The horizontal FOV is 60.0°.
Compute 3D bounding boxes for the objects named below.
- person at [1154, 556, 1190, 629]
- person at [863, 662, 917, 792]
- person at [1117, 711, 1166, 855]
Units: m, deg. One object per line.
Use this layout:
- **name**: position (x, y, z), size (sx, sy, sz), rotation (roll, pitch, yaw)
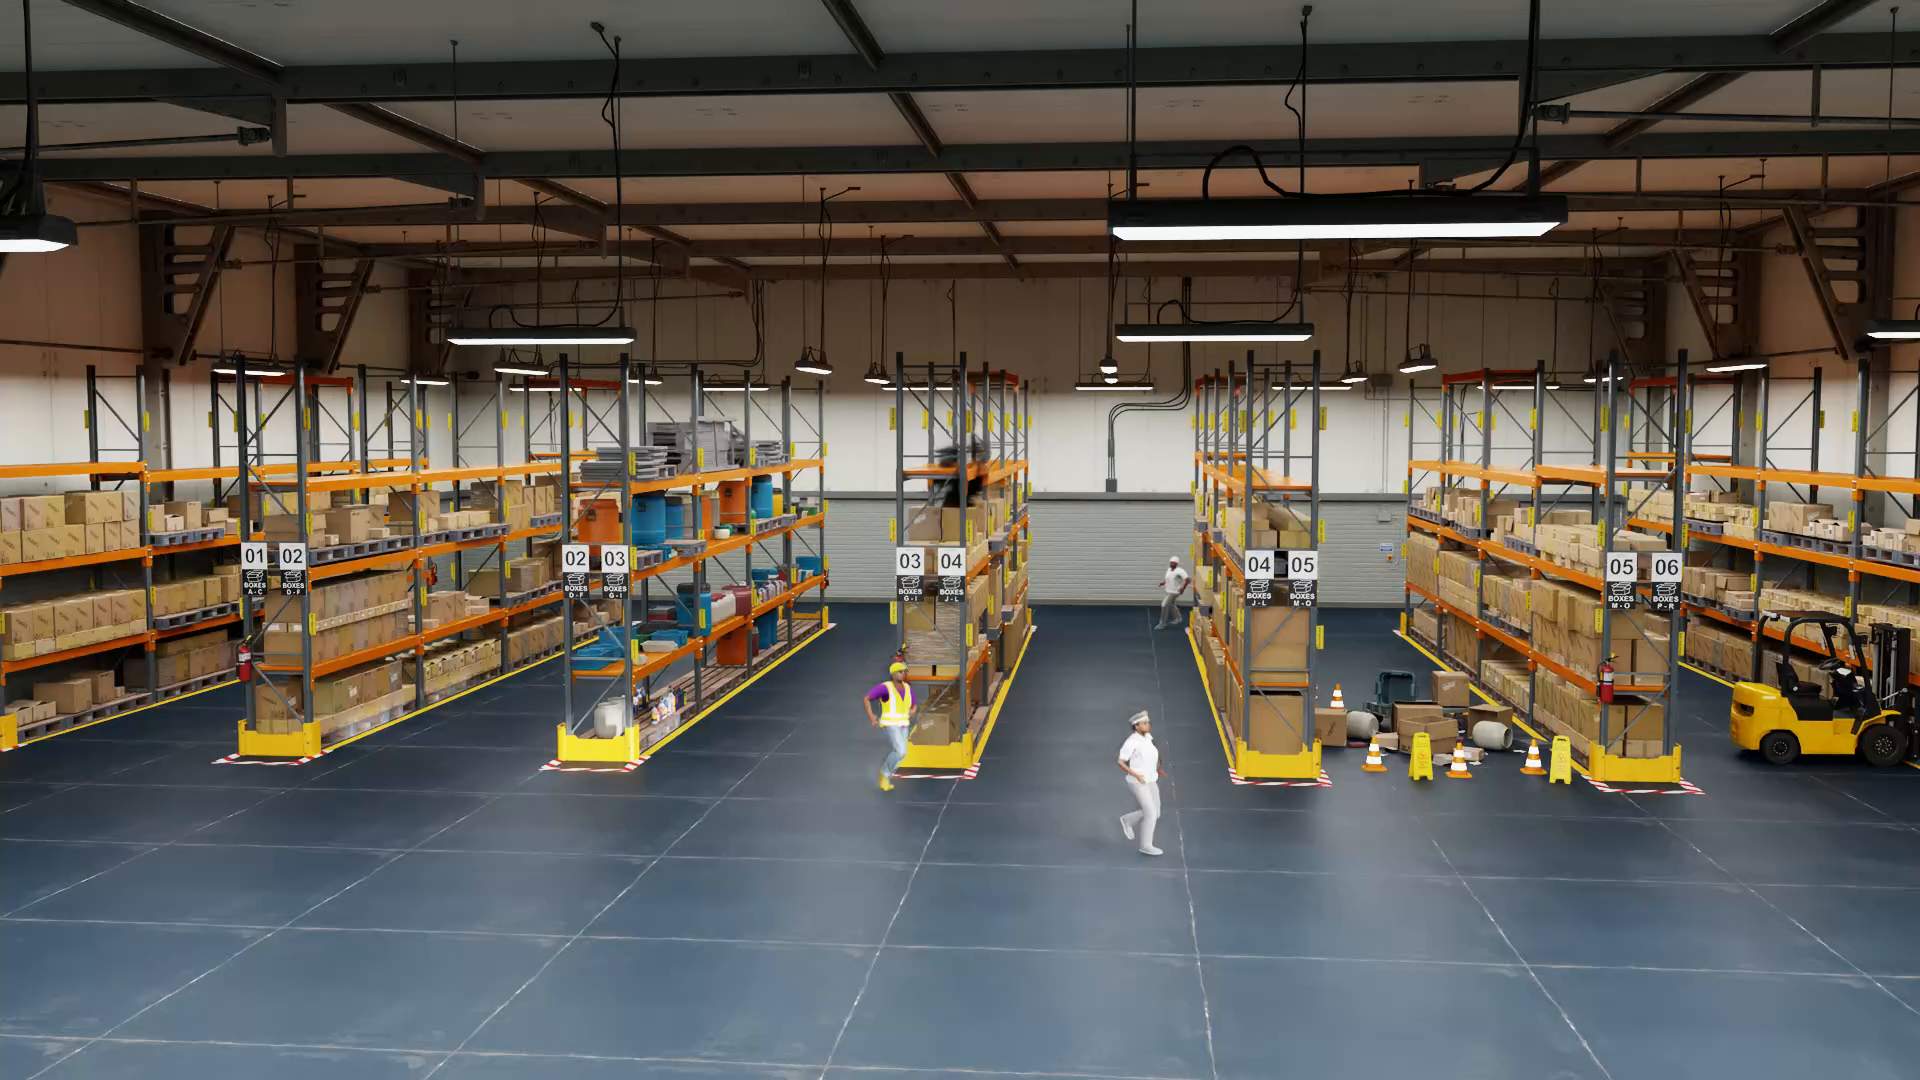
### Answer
- **person**: position (5.123, 1.277, 40.177), size (0.836, 1.784, 0.760), rotation (-2, 4, -22)
- **person**: position (-0.869, 2.533, 22.602), size (0.617, 1.733, 0.716), rotation (4, 5, 42)
- **person**: position (2.083, 2.799, 19.345), size (0.666, 1.653, 0.579), rotation (4, 6, 43)
